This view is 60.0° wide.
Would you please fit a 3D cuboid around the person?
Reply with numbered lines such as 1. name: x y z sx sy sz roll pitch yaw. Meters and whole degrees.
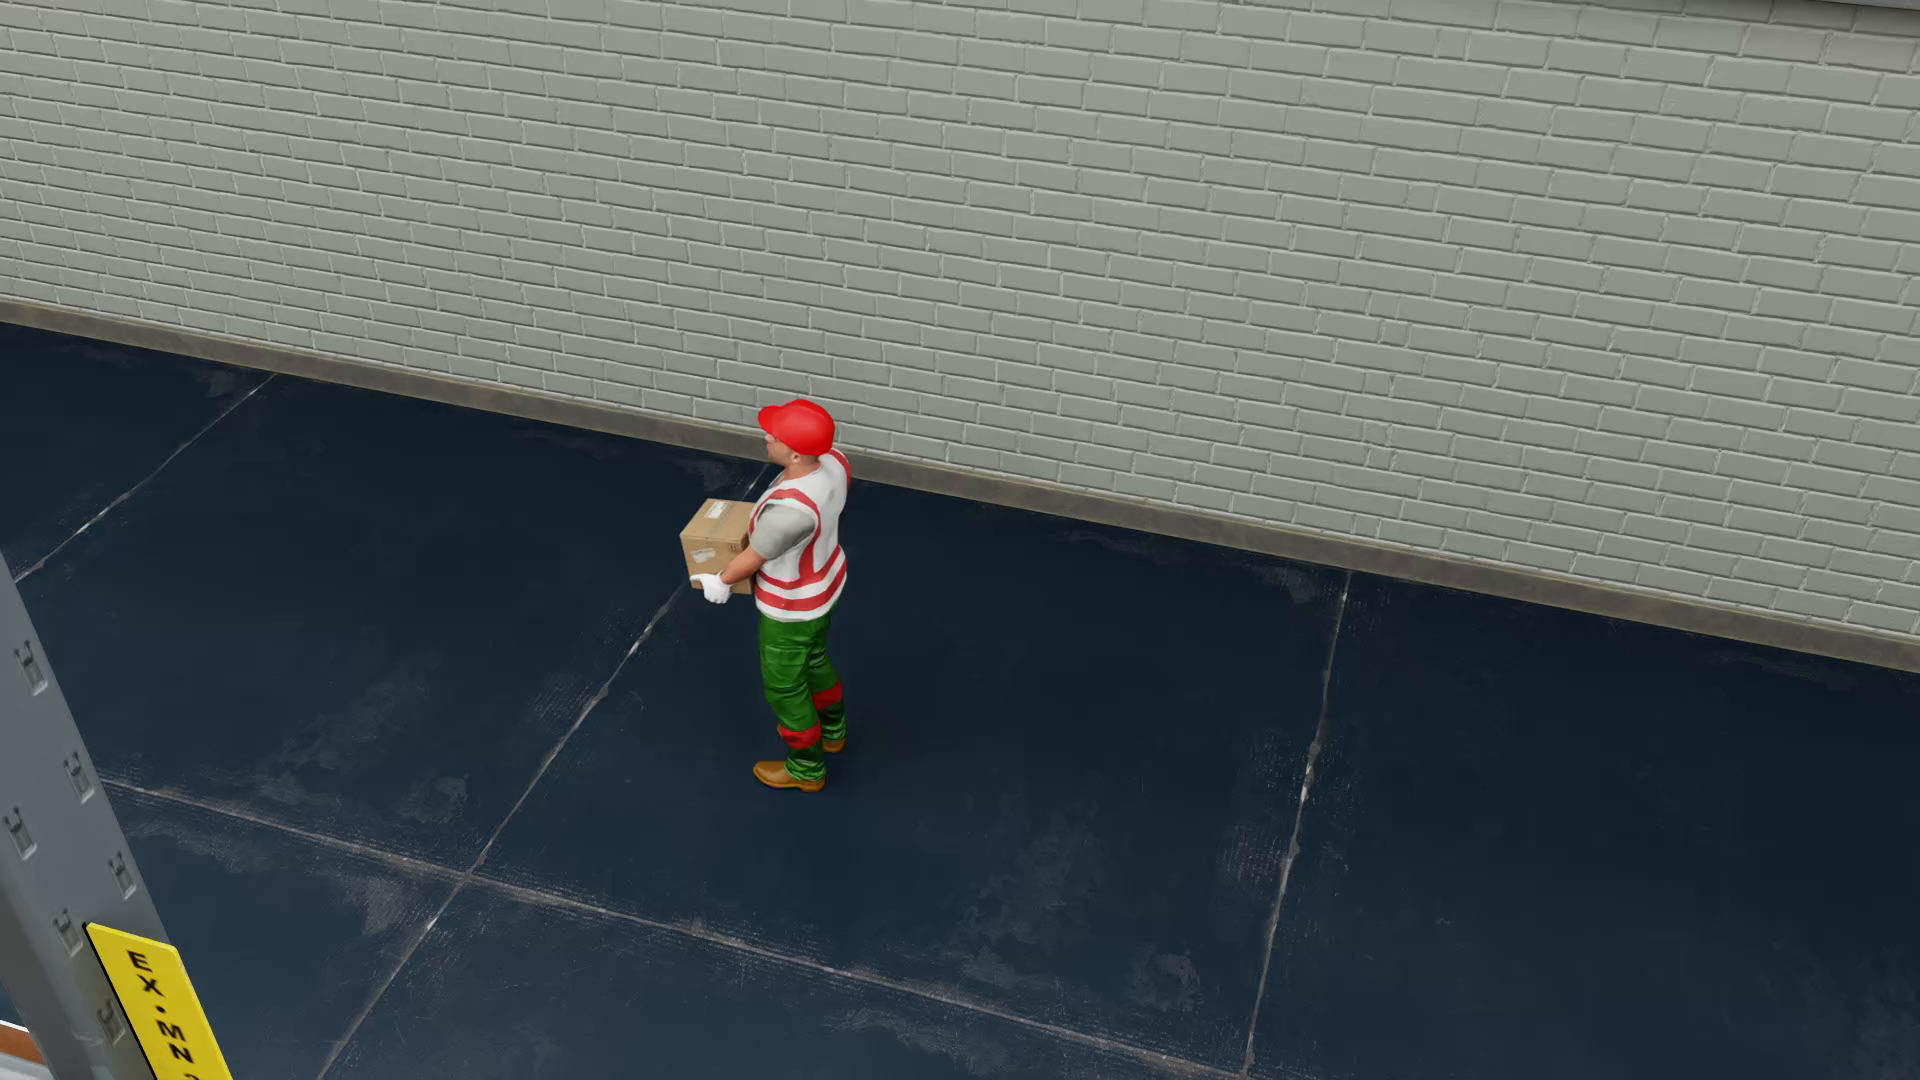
1. person: -0.714 0.199 6.368 0.573 1.782 0.494 11 38 14
